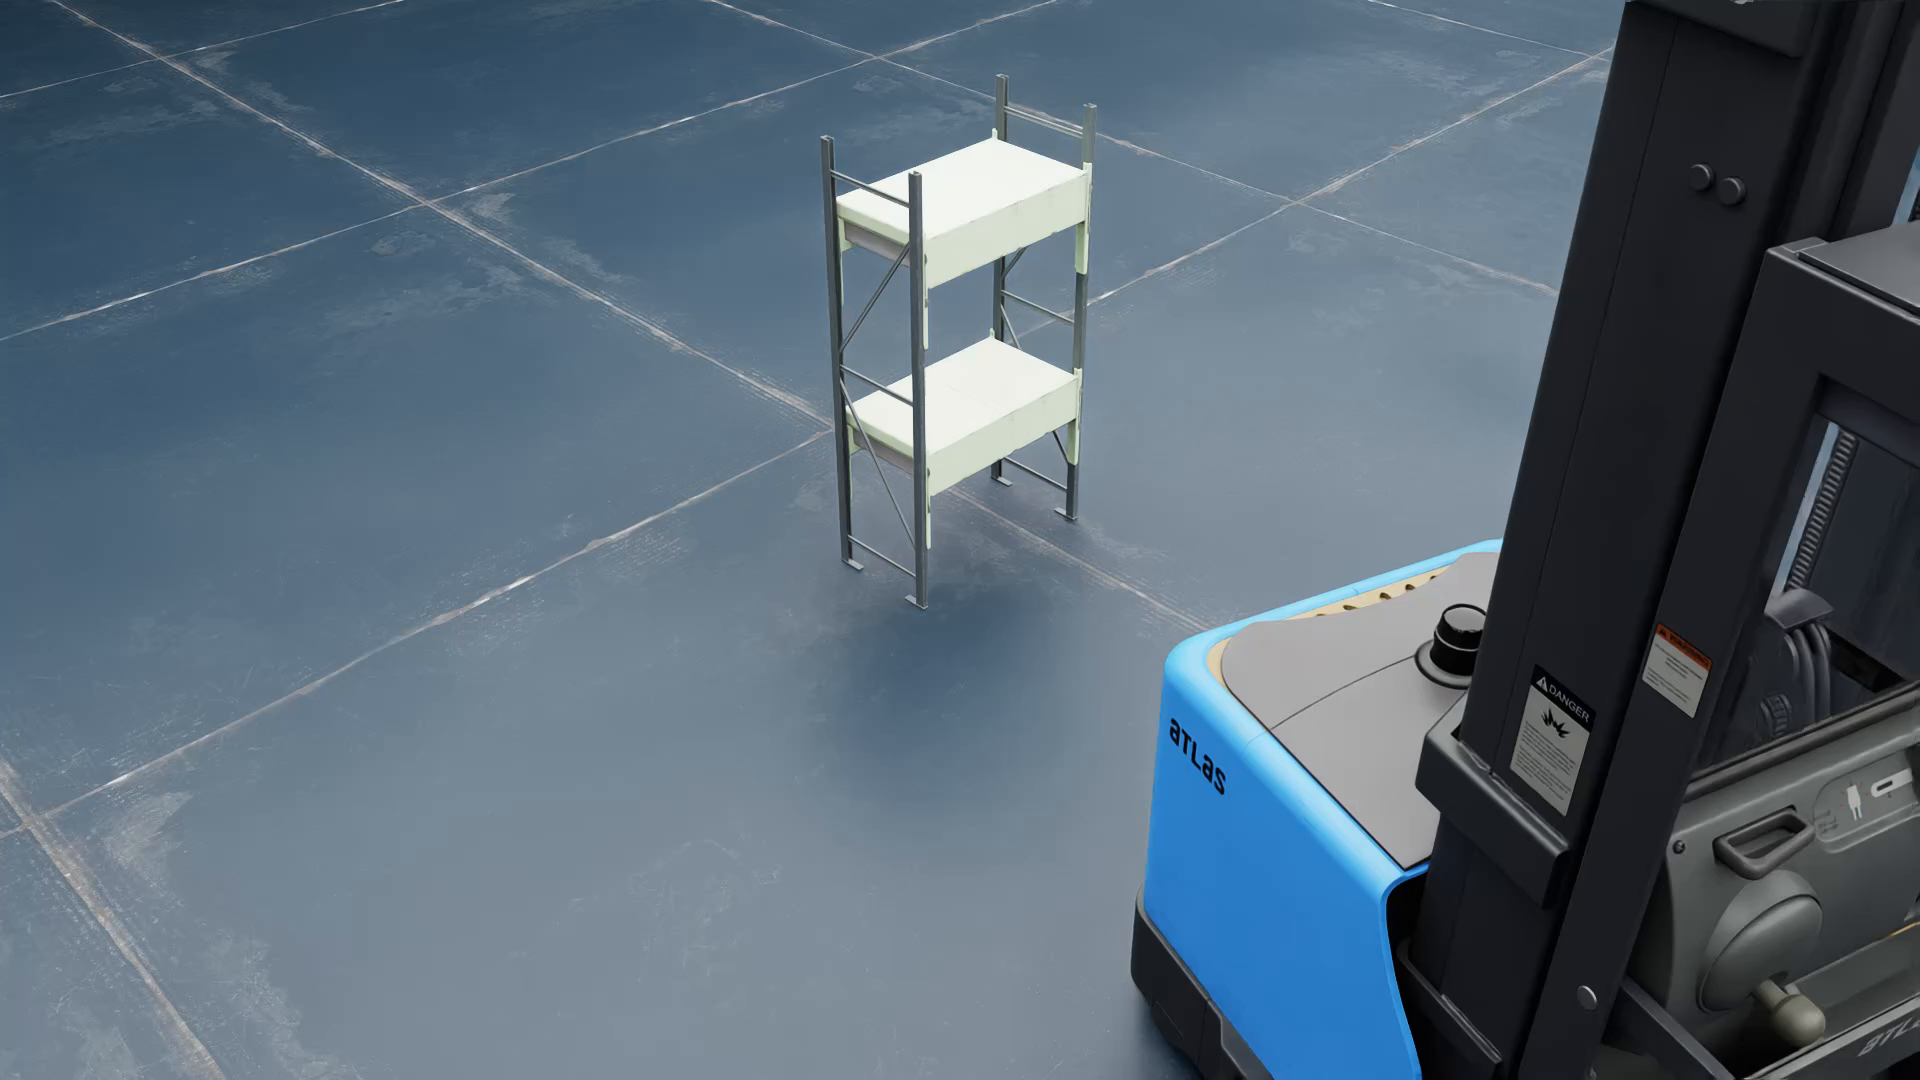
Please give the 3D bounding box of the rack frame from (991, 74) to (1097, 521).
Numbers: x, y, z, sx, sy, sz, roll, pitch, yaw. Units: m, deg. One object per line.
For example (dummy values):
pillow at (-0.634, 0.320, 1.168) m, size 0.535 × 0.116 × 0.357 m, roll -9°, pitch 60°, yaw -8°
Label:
rack frame at (0.263, -0.766, 5.538) m, size 0.400 × 1.500 × 0.023 m, roll 30°, pitch 45°, yaw 35°

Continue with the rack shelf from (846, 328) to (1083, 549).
rack shelf at (0.005, -0.350, 5.511) m, size 0.431 × 0.370 × 0.720 m, roll 30°, pitch 45°, yaw 35°

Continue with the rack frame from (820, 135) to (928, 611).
rack frame at (-0.253, -0.469, 5.112) m, size 0.400 × 1.500 × 0.023 m, roll 30°, pitch 45°, yaw 35°

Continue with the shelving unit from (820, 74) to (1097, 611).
shelving unit at (0.005, -0.618, 5.325) m, size 0.431 × 1.500 × 0.755 m, roll 30°, pitch 45°, yaw 35°

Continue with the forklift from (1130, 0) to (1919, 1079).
forklift at (1.527, 0.534, 2.422) m, size 1.130 × 2.935 × 3.031 m, roll -16°, pitch 38°, yaw -21°

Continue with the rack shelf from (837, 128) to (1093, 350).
rack shelf at (0.005, -0.938, 5.102) m, size 0.431 × 0.370 × 0.720 m, roll 30°, pitch 45°, yaw 35°
